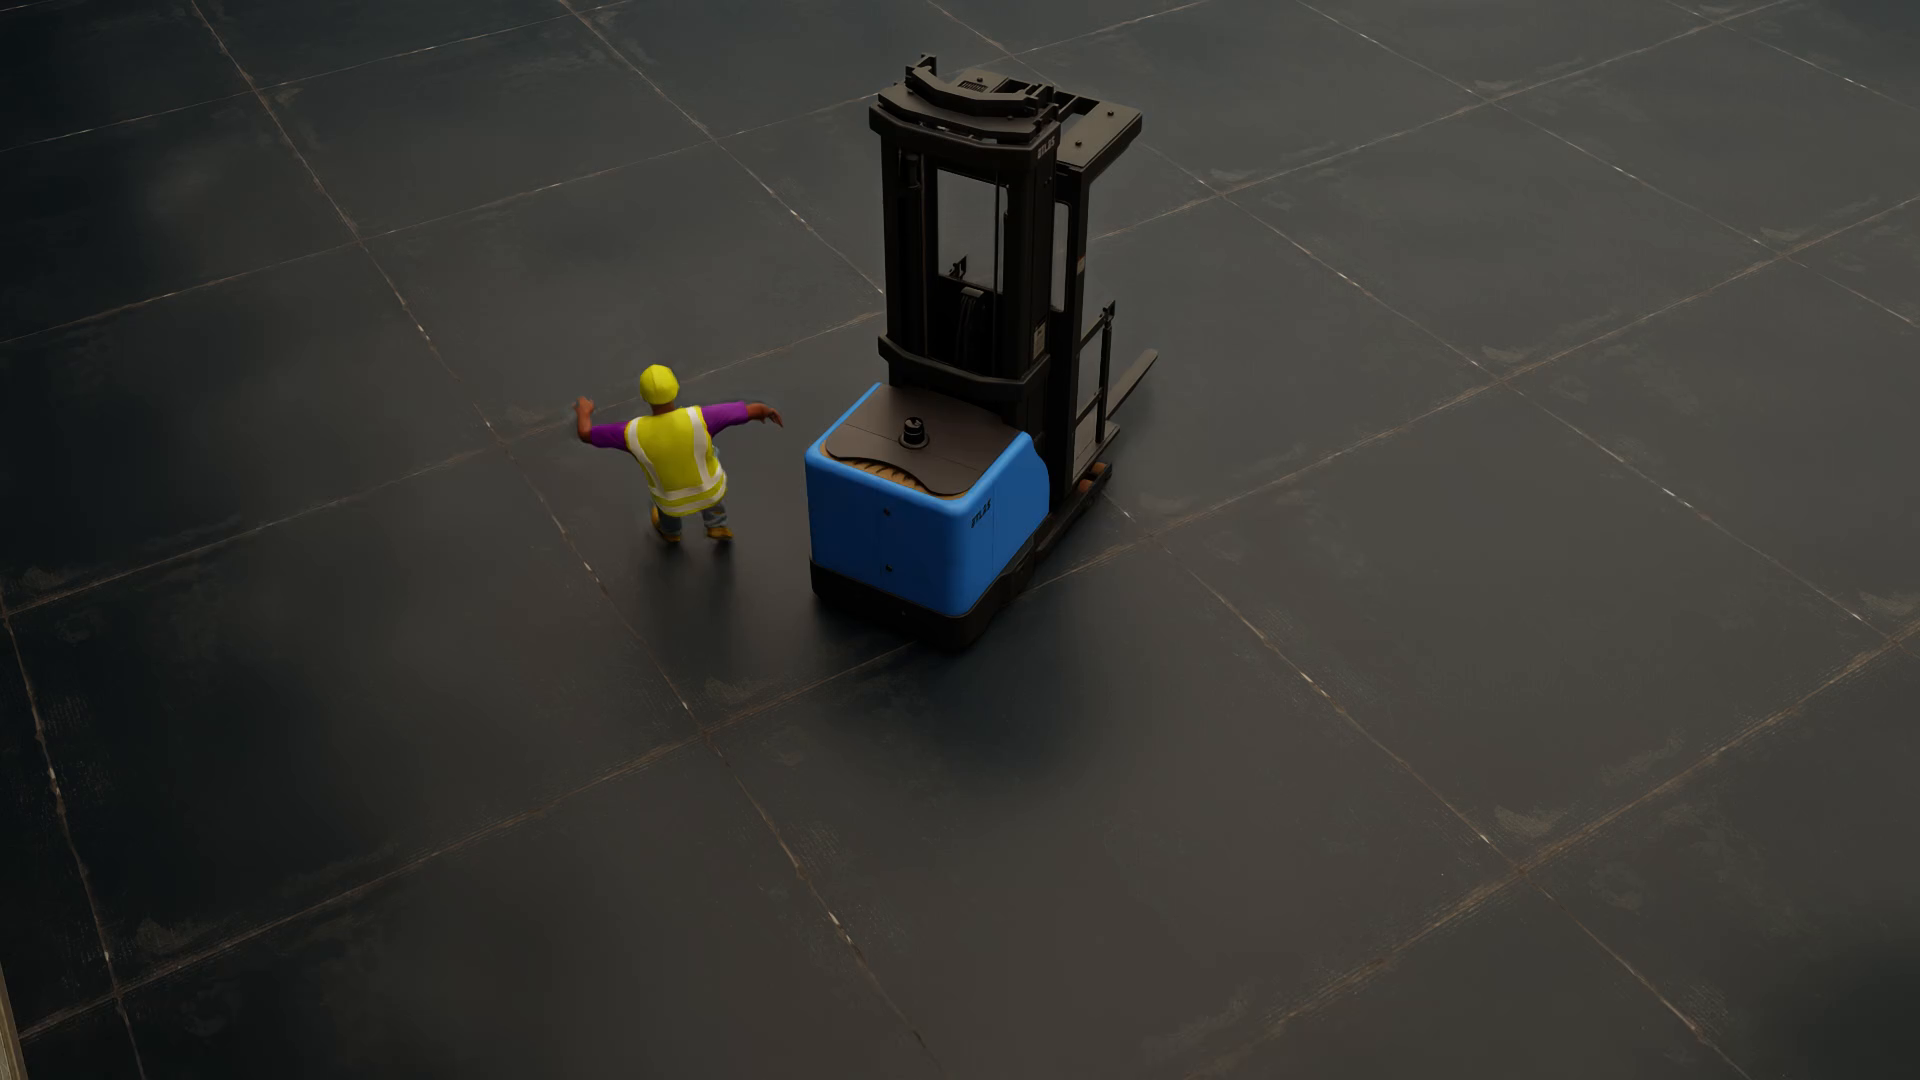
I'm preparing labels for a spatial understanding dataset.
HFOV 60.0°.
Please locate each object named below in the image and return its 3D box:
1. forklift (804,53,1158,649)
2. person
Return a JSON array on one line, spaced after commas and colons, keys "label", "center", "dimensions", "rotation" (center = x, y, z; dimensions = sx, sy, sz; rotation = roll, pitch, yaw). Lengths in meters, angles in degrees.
[{"label": "forklift", "center": [0.301, -1.453, 9.534], "dimensions": [1.130, 2.935, 3.031], "rotation": [20, 45, 22]}, {"label": "person", "center": [-1.574, -0.497, 9.518], "dimensions": [1.140, 1.524, 0.847], "rotation": [-11, 42, -12]}]
